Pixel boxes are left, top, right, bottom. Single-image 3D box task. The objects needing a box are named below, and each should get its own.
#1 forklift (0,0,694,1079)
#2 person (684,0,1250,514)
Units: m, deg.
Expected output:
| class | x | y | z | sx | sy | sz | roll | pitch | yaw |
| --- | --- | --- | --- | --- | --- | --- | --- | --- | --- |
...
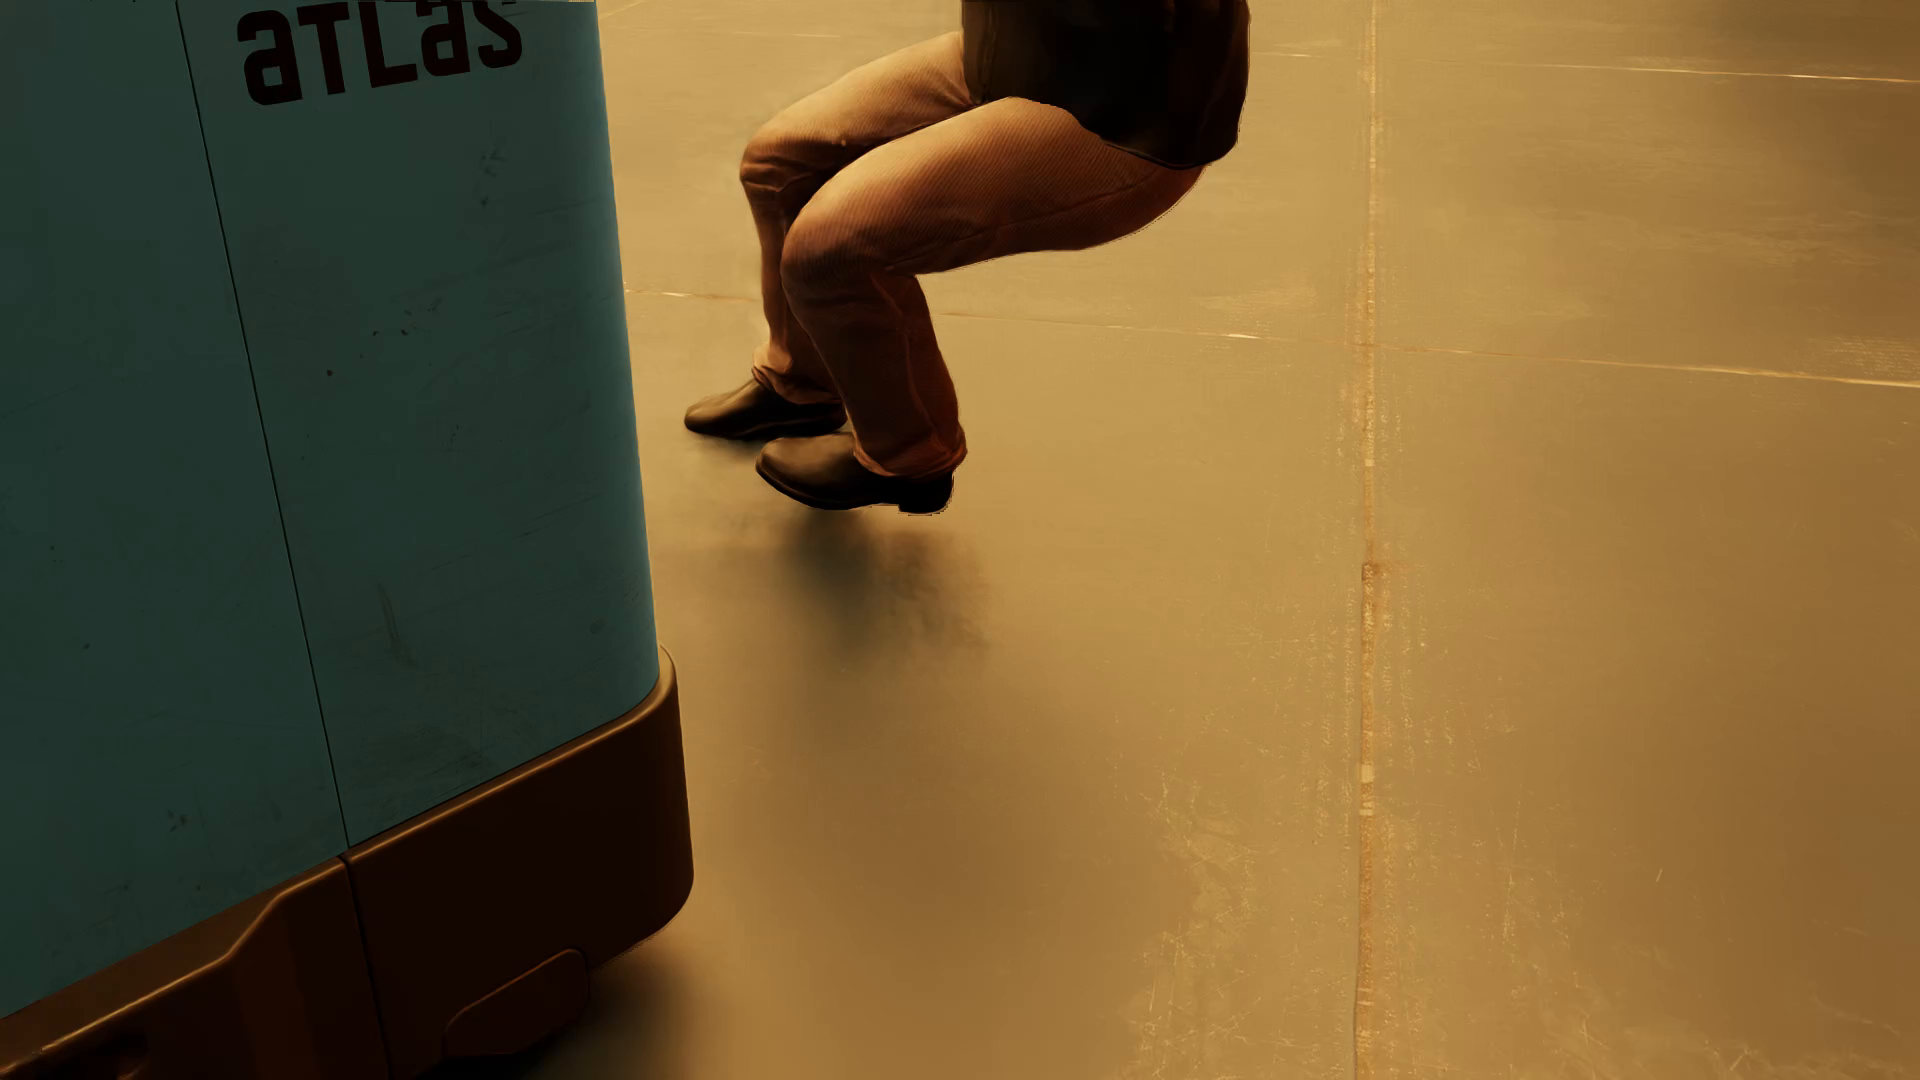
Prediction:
| class | x | y | z | sx | sy | sz | roll | pitch | yaw |
| --- | --- | --- | --- | --- | --- | --- | --- | --- | --- |
| forklift | -1.641 | -0.565 | 0.367 | 1.130 | 2.935 | 3.031 | 23 | 35 | 38 |
| person | 0.070 | -0.582 | 2.124 | 0.712 | 1.408 | 1.467 | -12 | 29 | -23 |
